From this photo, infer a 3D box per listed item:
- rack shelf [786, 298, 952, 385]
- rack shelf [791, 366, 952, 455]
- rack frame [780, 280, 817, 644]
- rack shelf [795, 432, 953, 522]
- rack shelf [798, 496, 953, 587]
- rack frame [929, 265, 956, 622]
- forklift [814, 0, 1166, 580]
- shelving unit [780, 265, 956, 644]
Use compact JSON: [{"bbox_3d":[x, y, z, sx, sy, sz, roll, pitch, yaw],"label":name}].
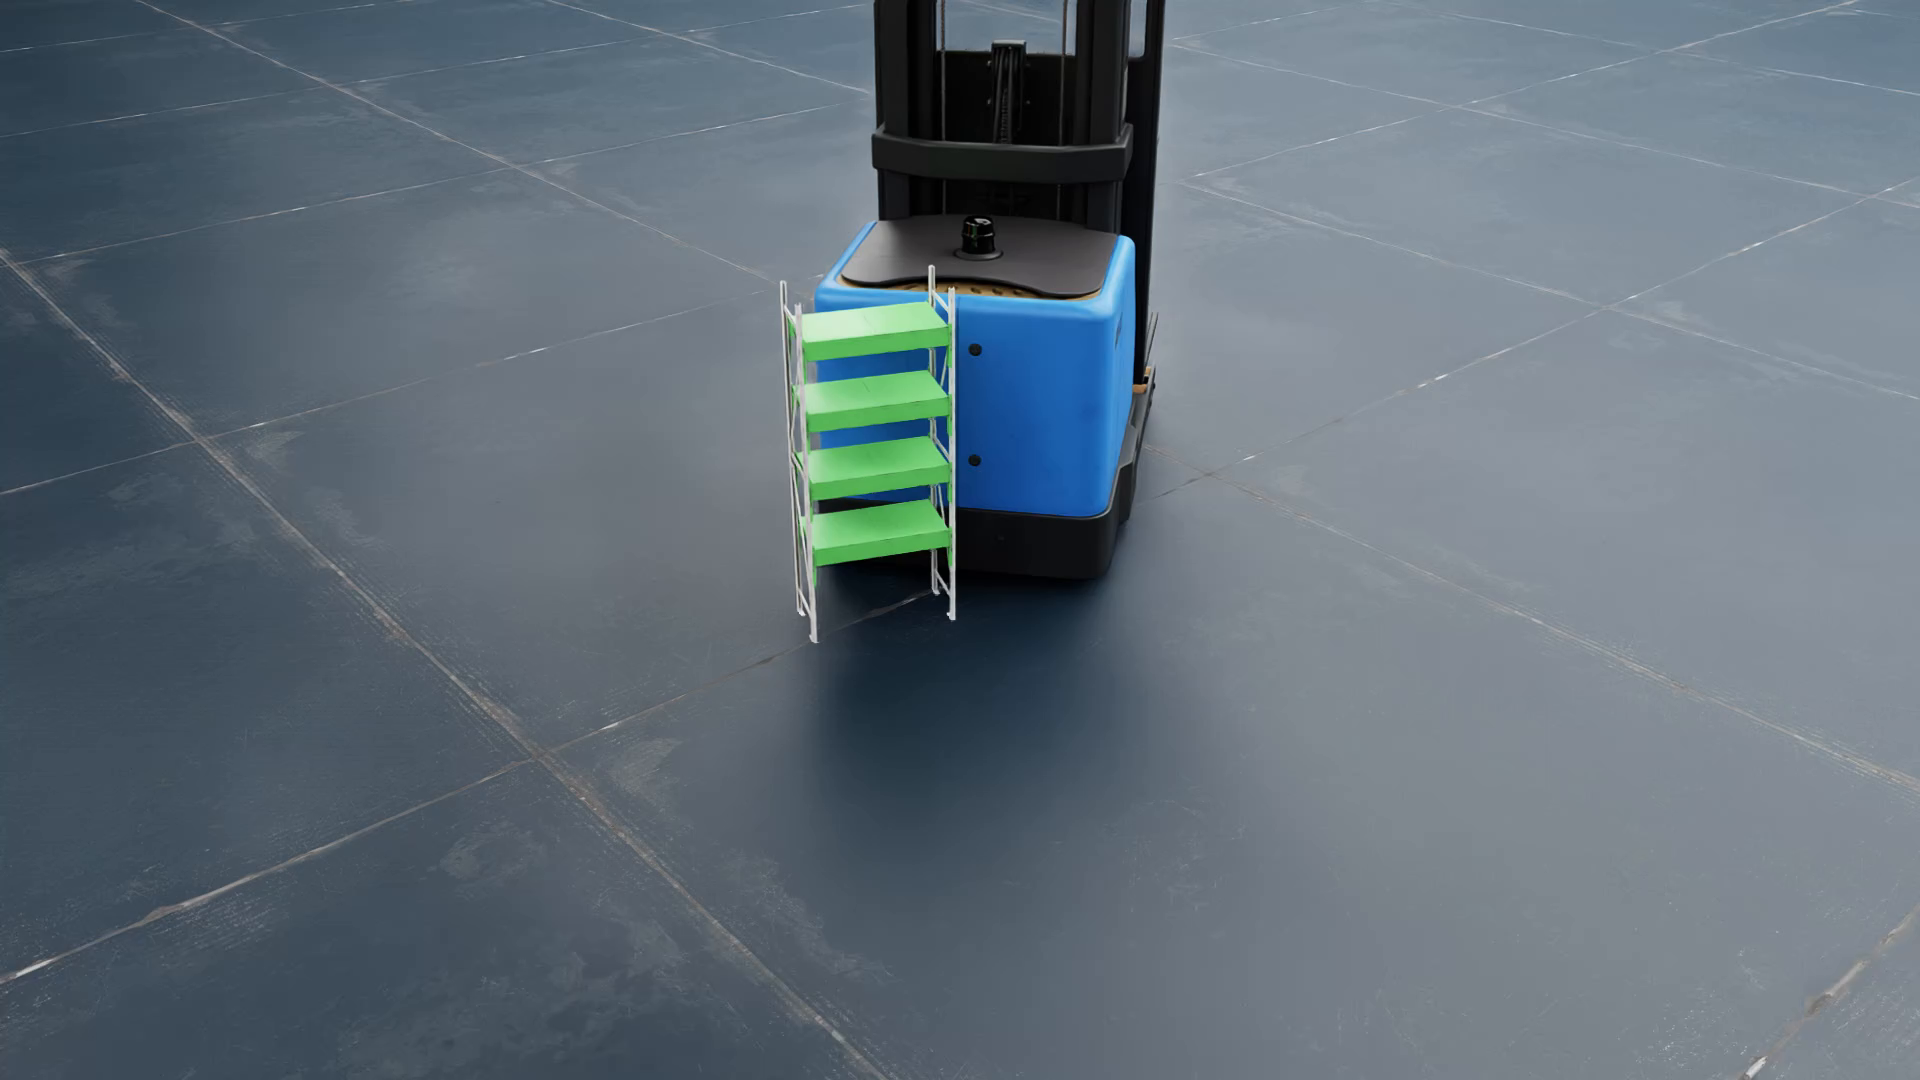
[{"bbox_3d":[-0.291,-0.635,5.282,0.480,0.148,0.258,-8,29,-15],"label":"rack shelf"},{"bbox_3d":[-0.291,-0.423,5.395,0.480,0.148,0.258,-8,29,-15],"label":"rack shelf"},{"bbox_3d":[-0.523,-0.233,5.413,0.015,1.200,0.240,-8,29,-15],"label":"rack frame"},{"bbox_3d":[-0.291,-0.211,5.508,0.480,0.148,0.258,-8,29,-15],"label":"rack shelf"},{"bbox_3d":[-0.291,0.000,5.621,0.480,0.148,0.258,-8,29,-15],"label":"rack shelf"},{"bbox_3d":[-0.058,-0.302,5.543,0.015,1.200,0.240,-8,29,-15],"label":"rack frame"},{"bbox_3d":[0.263,-1.827,6.560,1.130,2.935,3.031,5,29,9],"label":"forklift"},{"bbox_3d":[-0.291,-0.268,5.478,0.503,1.200,0.258,-8,29,-15],"label":"shelving unit"}]
